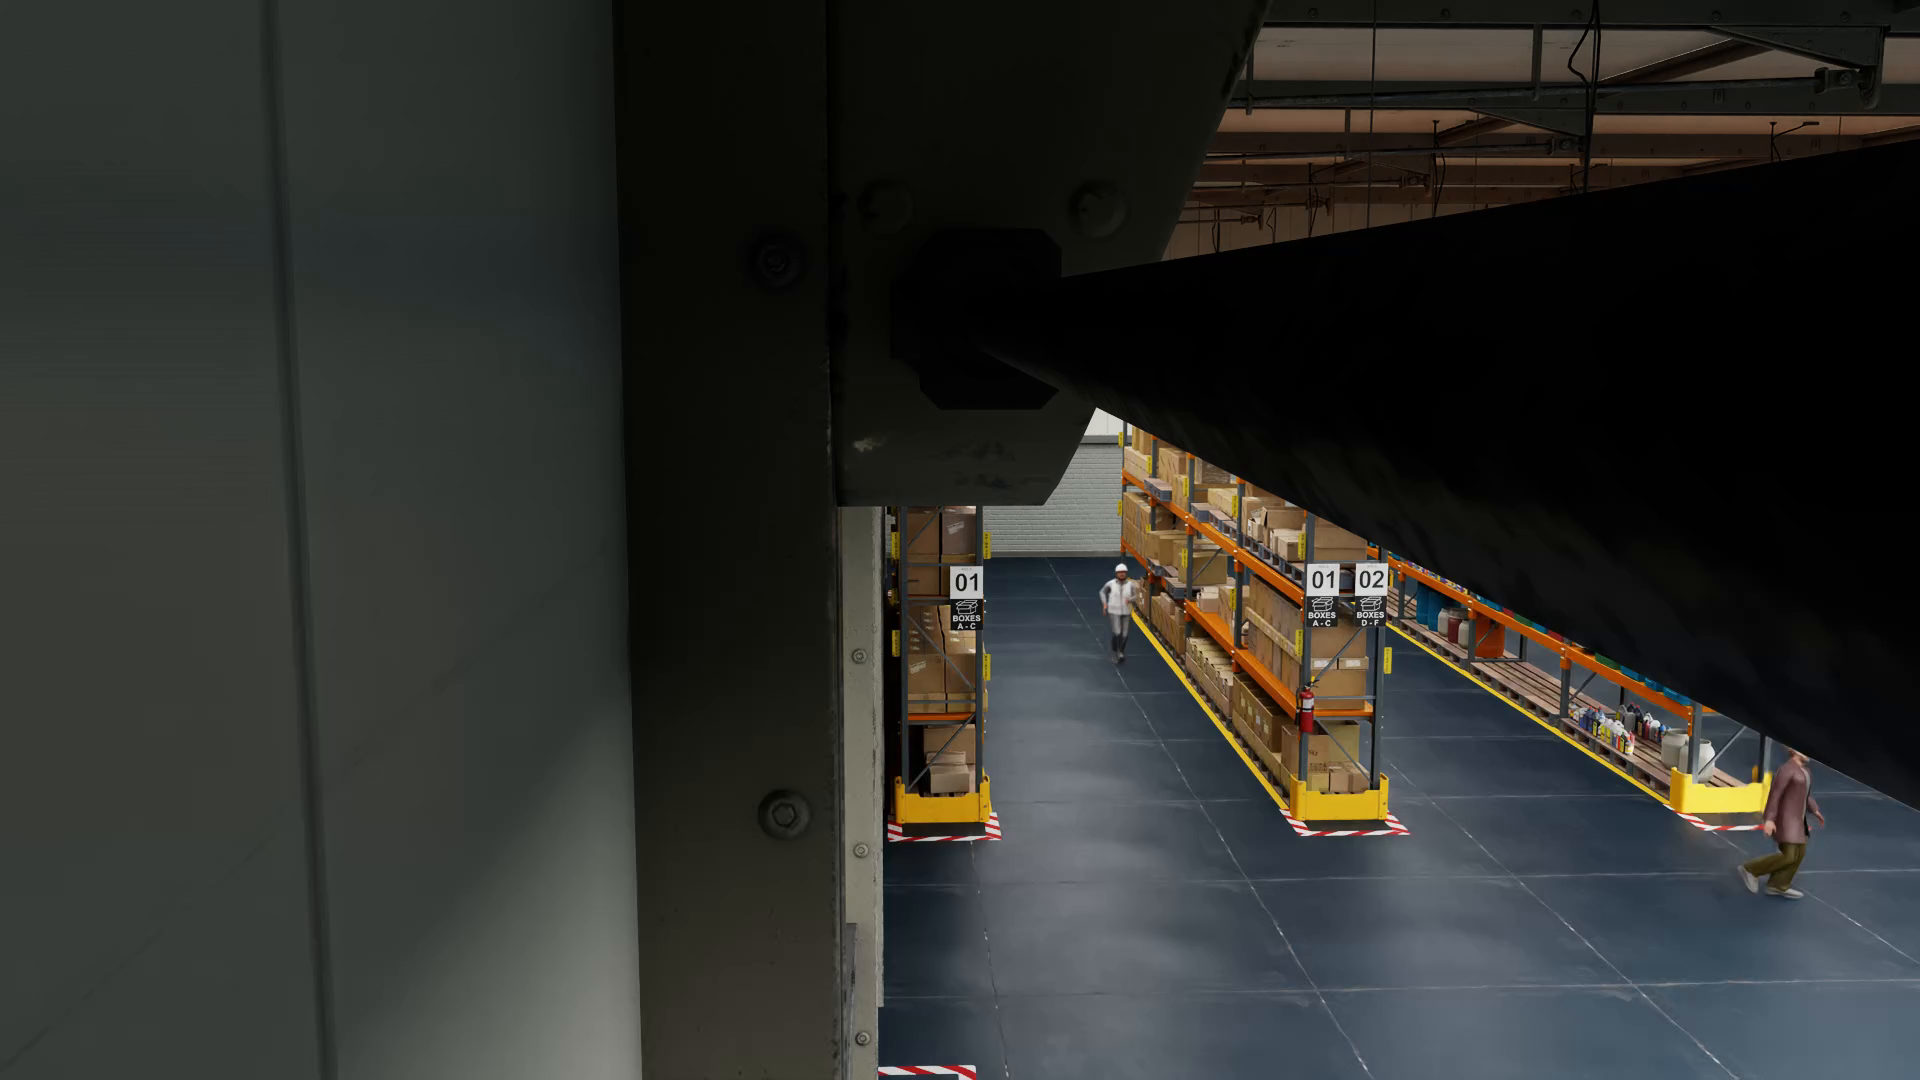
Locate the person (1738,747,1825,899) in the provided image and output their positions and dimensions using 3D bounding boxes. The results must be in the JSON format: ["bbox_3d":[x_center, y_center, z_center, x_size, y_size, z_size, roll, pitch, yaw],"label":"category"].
[{"bbox_3d":[8.808,2.973,17.816,0.734,1.745,0.739,7,10,39],"label":"person"}]

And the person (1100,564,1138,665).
[{"bbox_3d":[2.843,1.320,29.513,0.627,1.799,0.725,-1,8,-8],"label":"person"}]

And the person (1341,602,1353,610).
[{"bbox_3d":[6.171,1.644,27.434,0.685,1.698,0.658,0,8,3],"label":"person"}]
